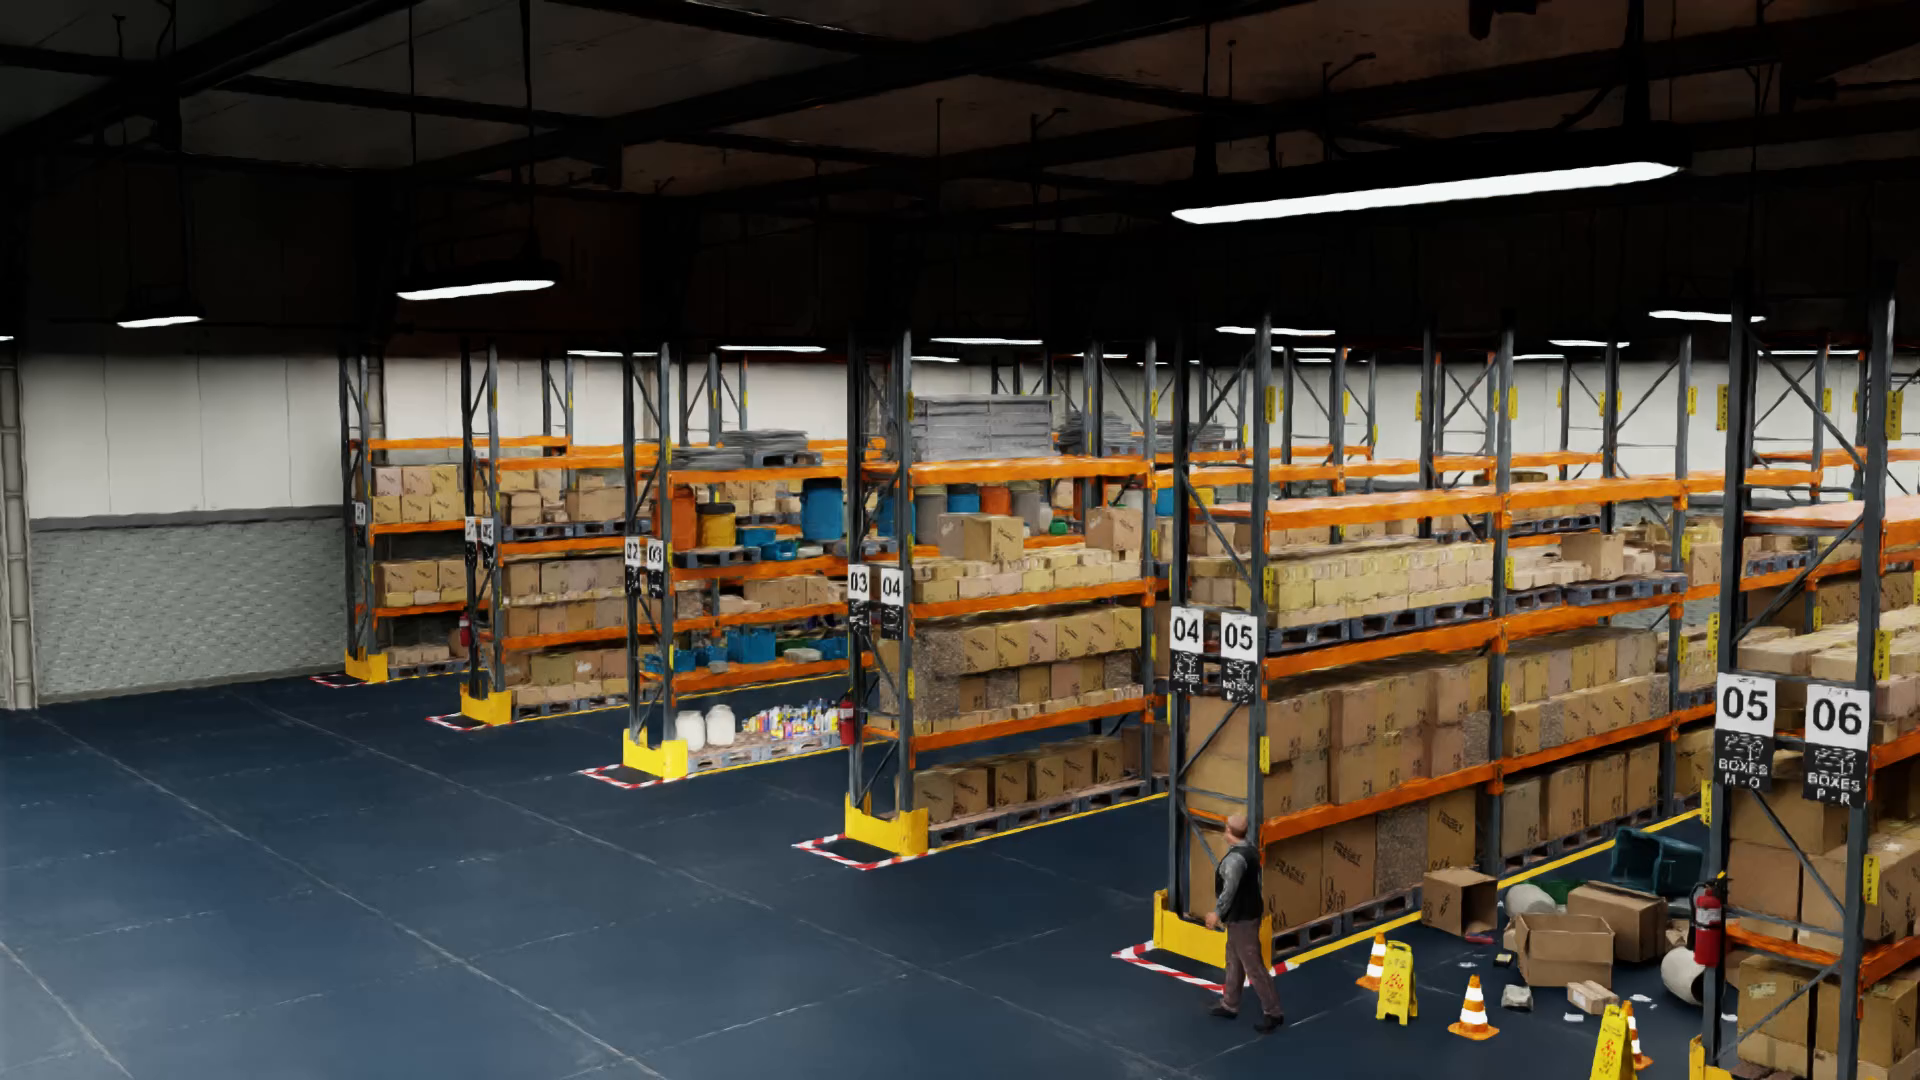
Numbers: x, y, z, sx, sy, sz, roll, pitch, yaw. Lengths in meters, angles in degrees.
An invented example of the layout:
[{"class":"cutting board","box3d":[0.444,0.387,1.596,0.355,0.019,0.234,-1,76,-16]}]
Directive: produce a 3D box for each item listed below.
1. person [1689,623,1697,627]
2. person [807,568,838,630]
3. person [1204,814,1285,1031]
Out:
[{"class":"person","box3d":[11.264,2.088,25.496,0.438,1.617,0.425,-3,6,-29]},{"class":"person","box3d":[-2.824,1.330,33.927,1.000,1.589,0.491,-5,7,-43]},{"class":"person","box3d":[2.321,3.105,13.587,0.700,1.711,0.555,2,5,21]}]
